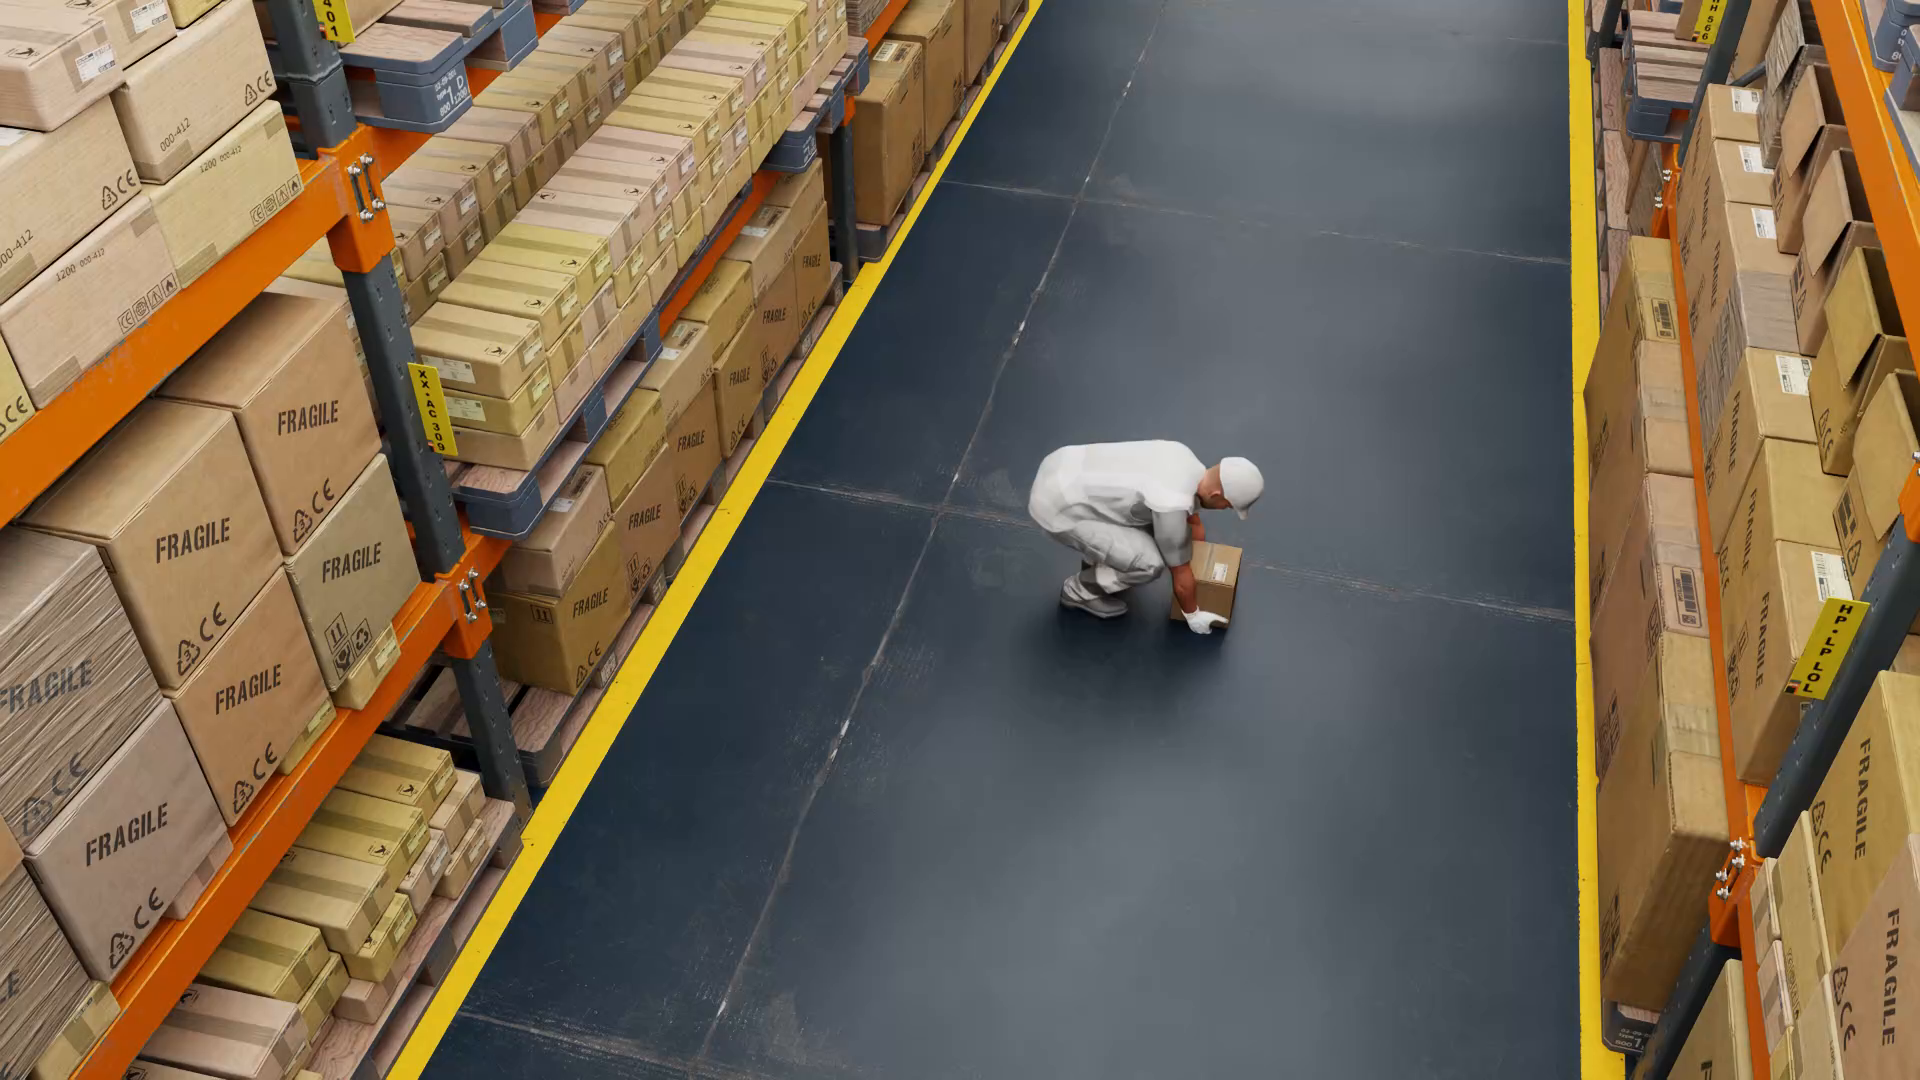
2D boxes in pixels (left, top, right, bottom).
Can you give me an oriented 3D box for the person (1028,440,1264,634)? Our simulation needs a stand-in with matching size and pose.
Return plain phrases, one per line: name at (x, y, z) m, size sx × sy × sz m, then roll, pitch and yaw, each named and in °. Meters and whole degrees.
person at (0.764, -0.048, 7.003) m, size 0.951 × 0.796 × 0.529 m, roll 9°, pitch 41°, yaw 10°
